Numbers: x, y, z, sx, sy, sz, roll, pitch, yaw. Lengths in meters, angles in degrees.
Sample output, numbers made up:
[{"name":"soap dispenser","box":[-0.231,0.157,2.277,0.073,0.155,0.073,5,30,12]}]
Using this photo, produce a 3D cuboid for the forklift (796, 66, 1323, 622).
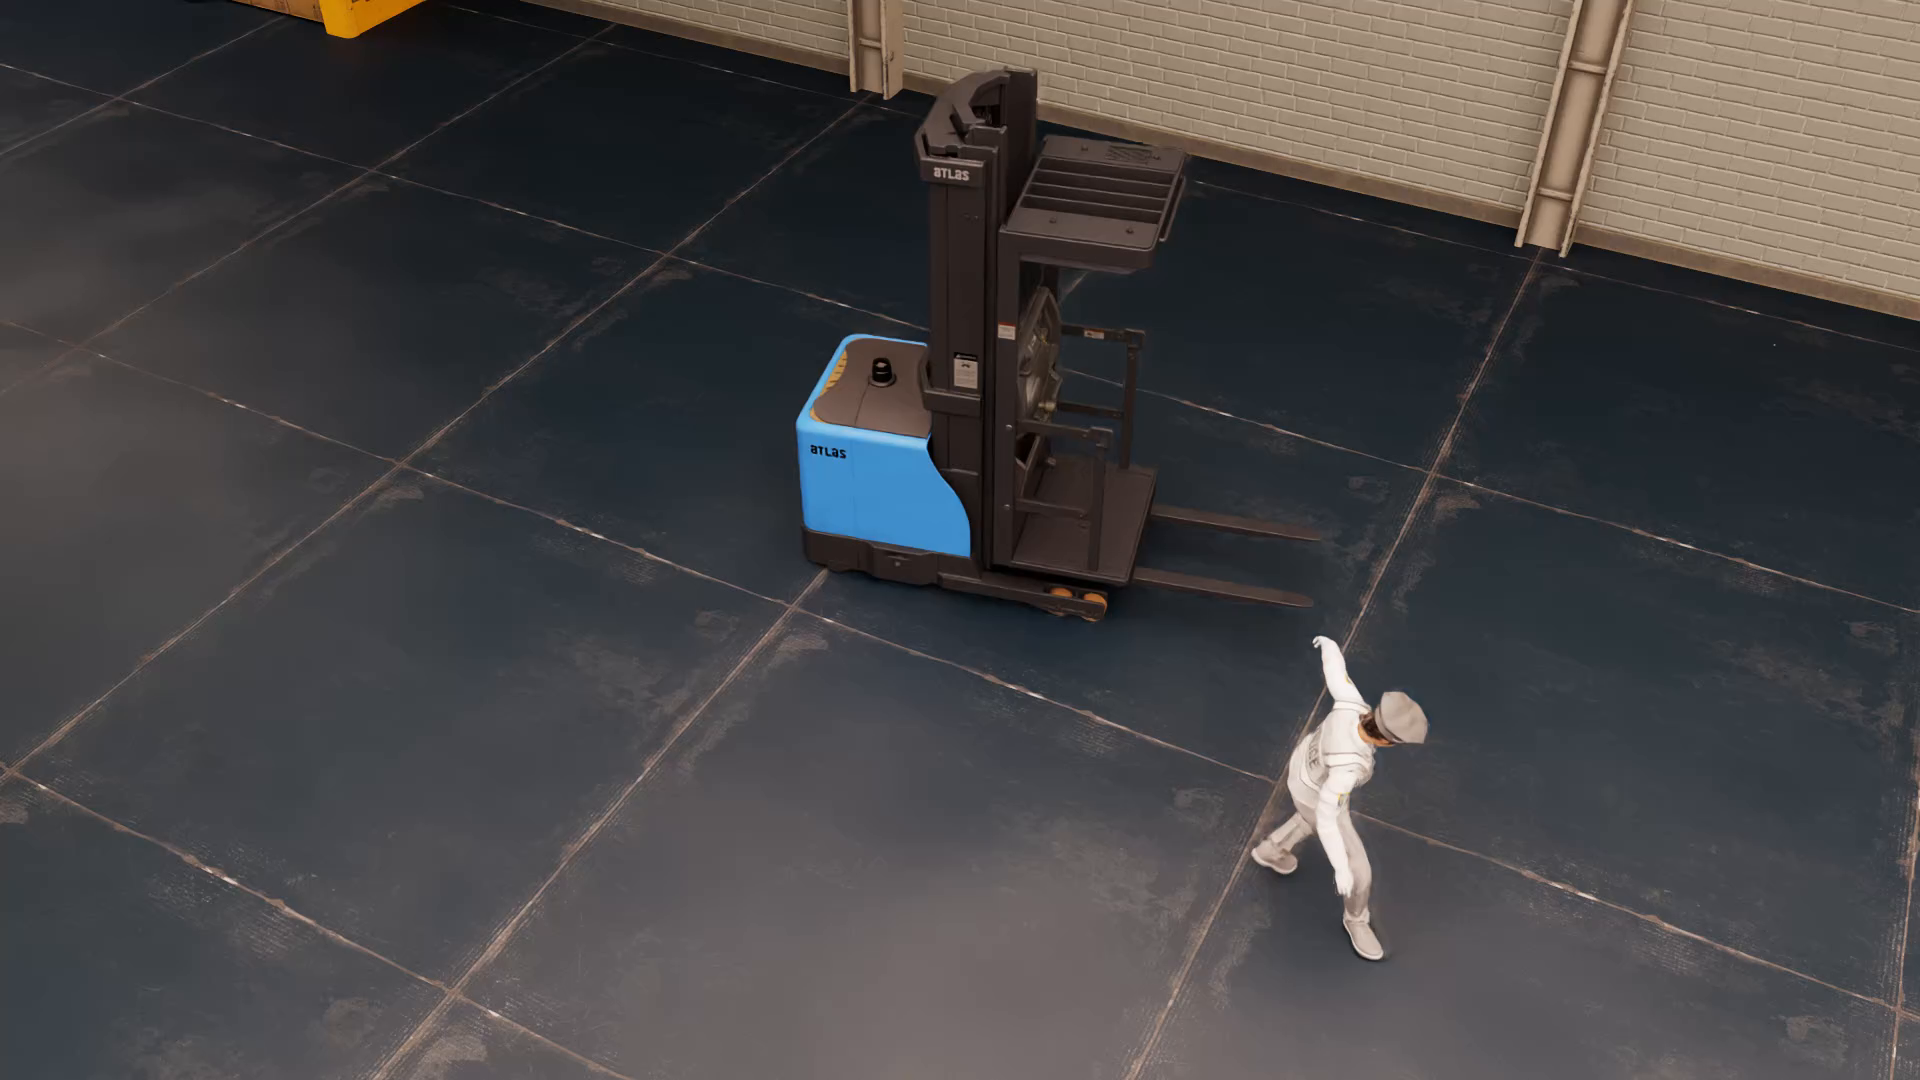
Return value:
[{"name":"forklift","box":[0.625,-1.027,9.206,3.031,2.935,1.130,10,41,11]}]

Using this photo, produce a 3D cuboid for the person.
[{"name":"person","box":[1.785,1.115,7.789,0.694,1.468,1.092,11,41,13]}]
